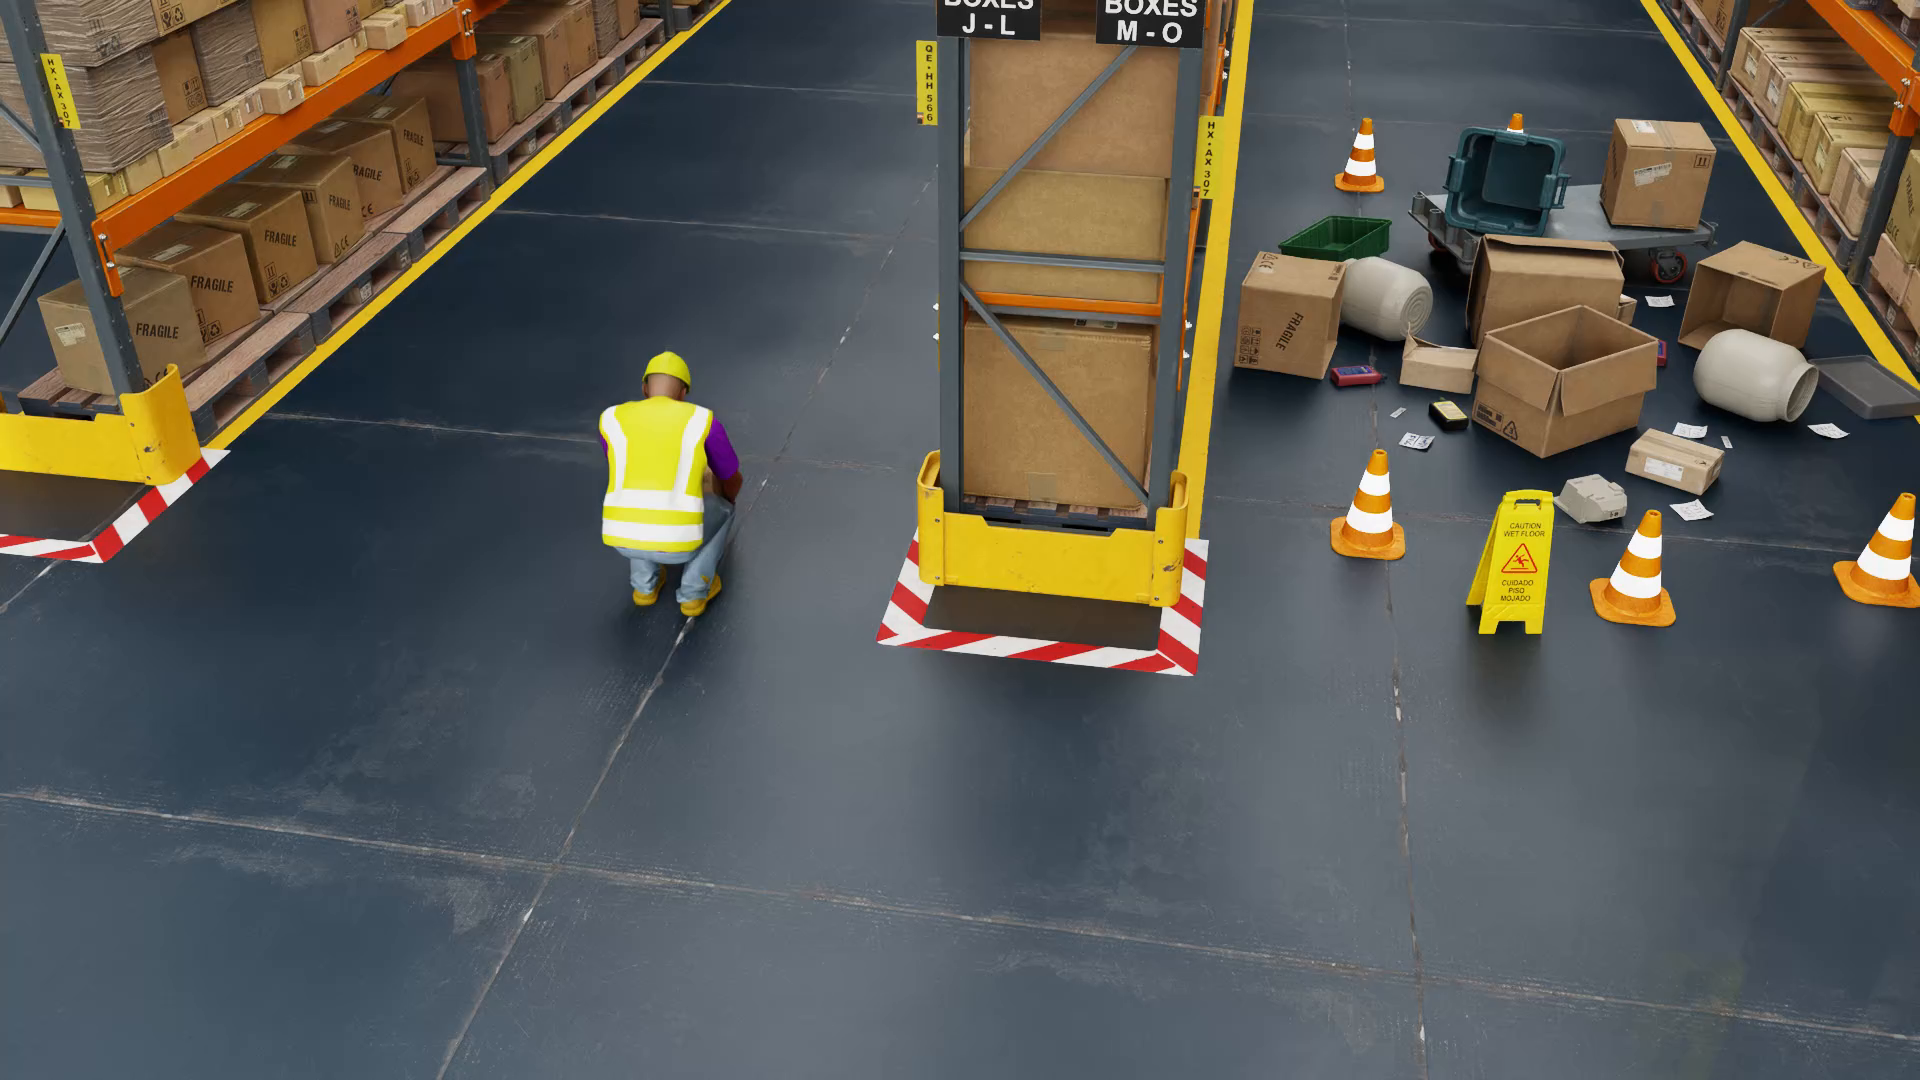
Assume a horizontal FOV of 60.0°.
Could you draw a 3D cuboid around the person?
[{"bbox_3d":[-1.284,-0.242,7.228,0.587,0.996,0.888,5,33,8],"label":"person"}]
